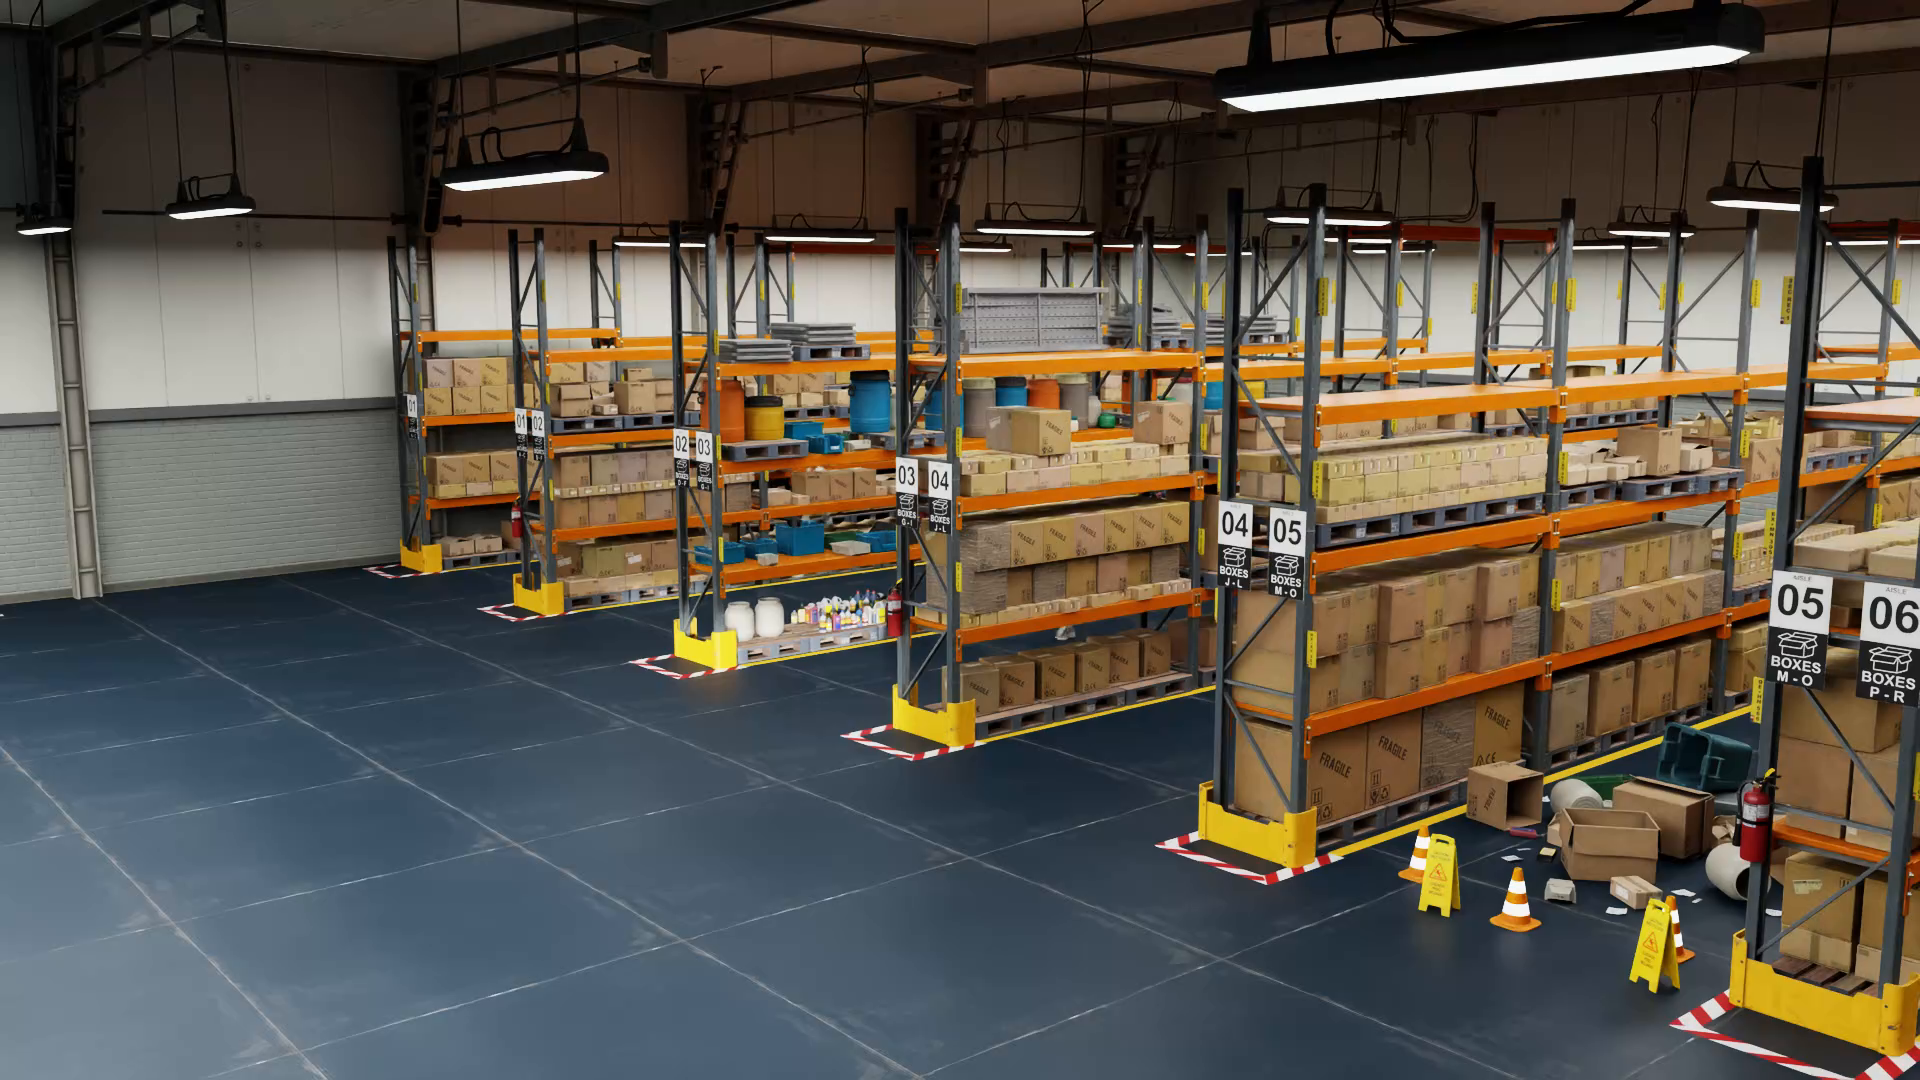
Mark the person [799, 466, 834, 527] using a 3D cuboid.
[{"bbox_3d":[-2.952,-0.912,33.809,0.625,1.636,0.872,7,11,40],"label":"person"}]

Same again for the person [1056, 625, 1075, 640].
[{"bbox_3d":[1.390,0.905,24.230,0.671,1.129,0.348,-5,10,-28],"label":"person"}]

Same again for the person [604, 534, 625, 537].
[{"bbox_3d":[-6.281,-0.337,30.228,0.603,1.717,1.107,4,10,25],"label":"person"}]
